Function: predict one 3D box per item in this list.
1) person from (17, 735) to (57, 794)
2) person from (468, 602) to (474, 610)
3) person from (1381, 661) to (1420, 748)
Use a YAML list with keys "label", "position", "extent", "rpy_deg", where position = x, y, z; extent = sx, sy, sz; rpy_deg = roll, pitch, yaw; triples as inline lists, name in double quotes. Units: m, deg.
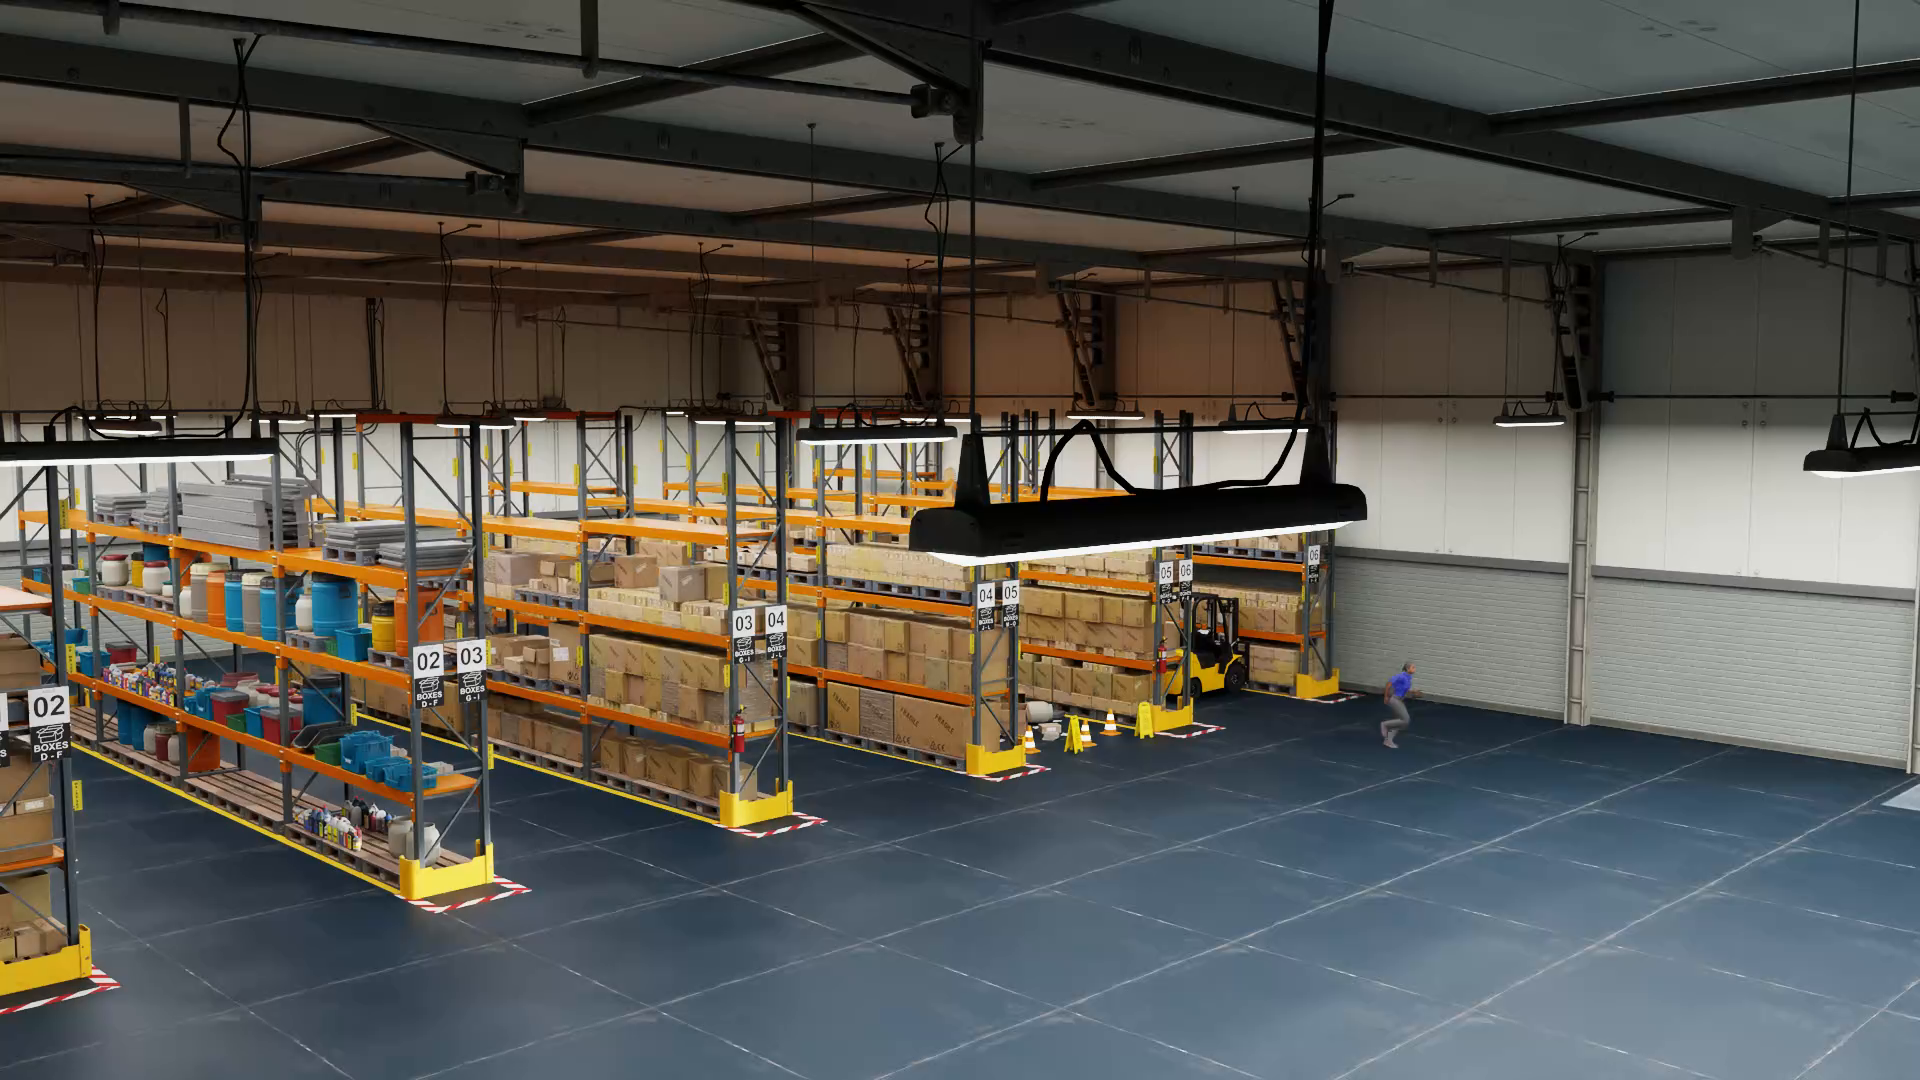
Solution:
- label: "person"
  position: [-13.459, 3.402, 24.129]
  extent: [0.836, 1.739, 0.717]
  rpy_deg: [4, 6, 40]
- label: "person"
  position: [-11.788, 2.030, 39.935]
  extent: [0.653, 1.671, 0.573]
  rpy_deg: [1, 5, 6]
- label: "person"
  position: [7.945, 2.960, 29.930]
  extent: [0.657, 1.582, 0.561]
  rpy_deg: [2, 5, 25]
